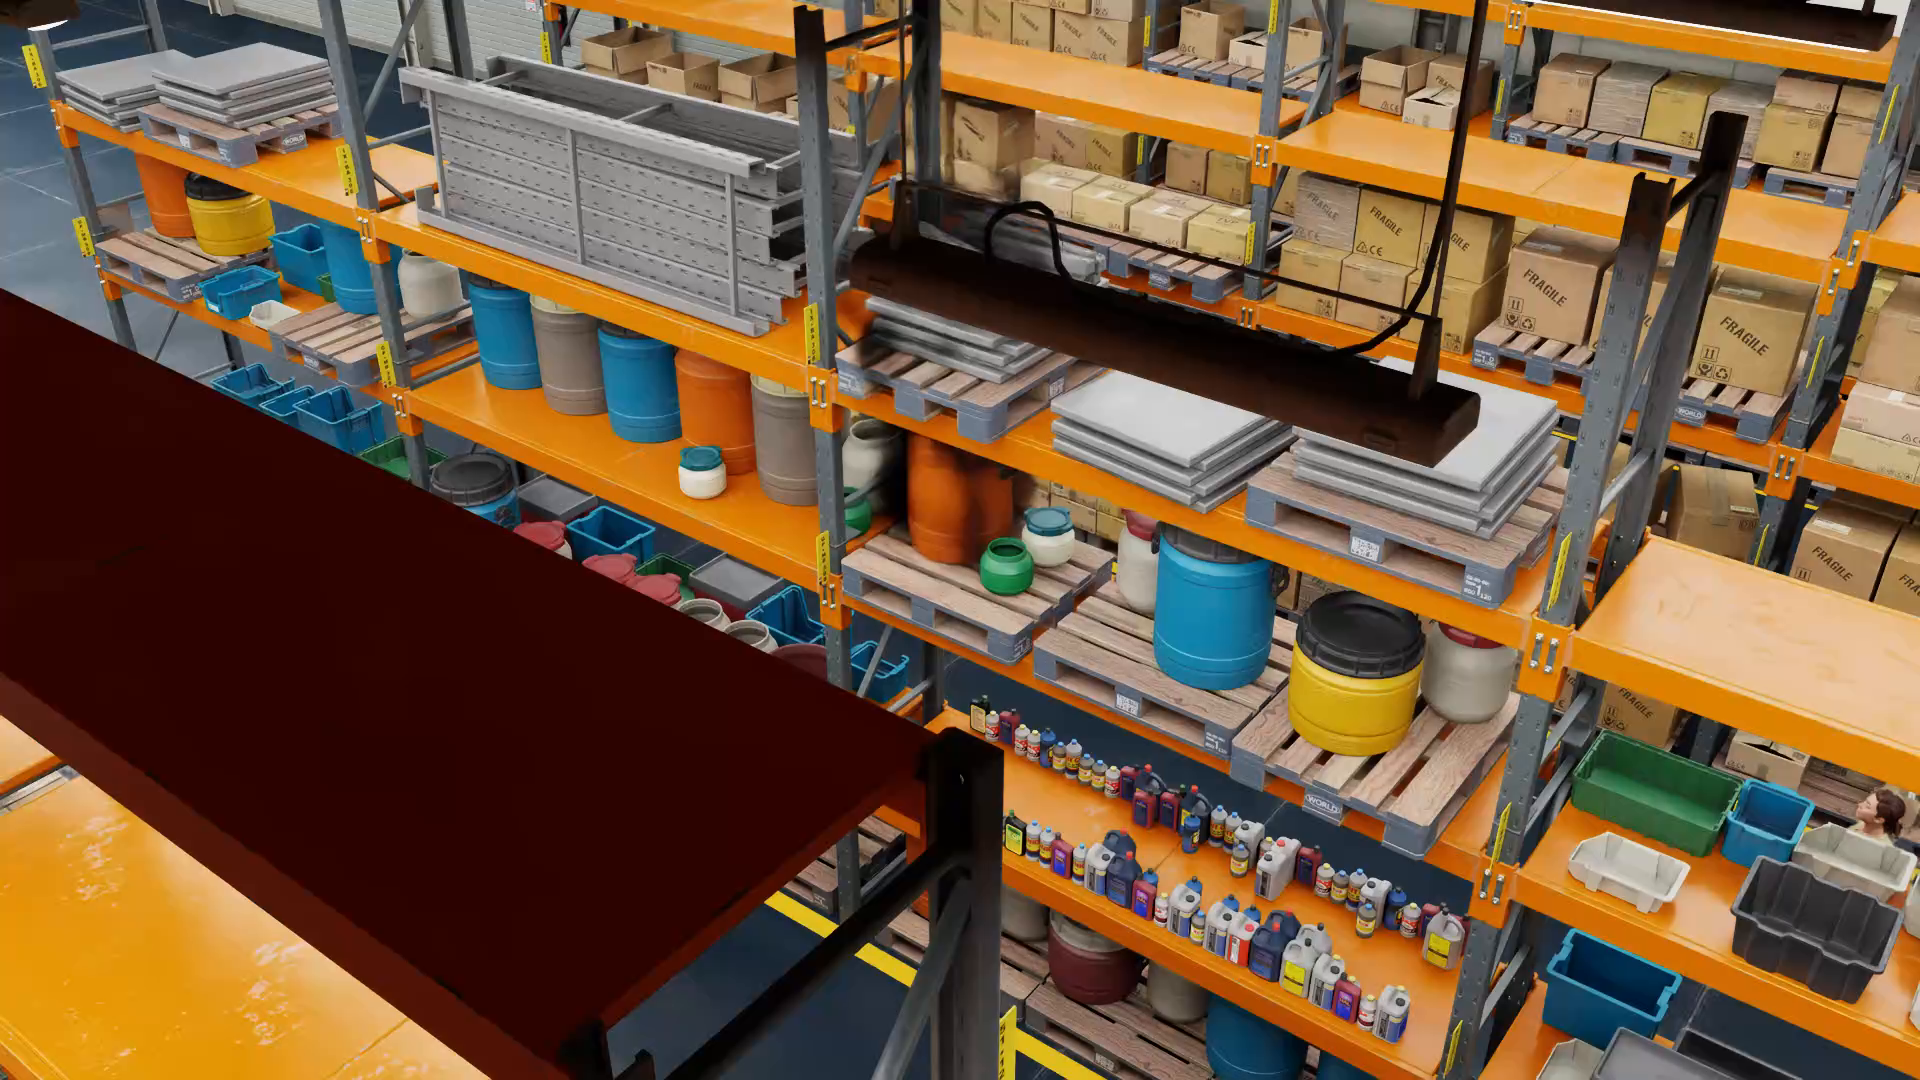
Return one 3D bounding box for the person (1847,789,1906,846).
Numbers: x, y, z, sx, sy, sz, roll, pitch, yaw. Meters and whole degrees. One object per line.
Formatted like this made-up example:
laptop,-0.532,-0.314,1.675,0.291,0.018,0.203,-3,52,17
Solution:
person,5.491,2.184,10.182,0.552,1.619,0.559,12,34,19
